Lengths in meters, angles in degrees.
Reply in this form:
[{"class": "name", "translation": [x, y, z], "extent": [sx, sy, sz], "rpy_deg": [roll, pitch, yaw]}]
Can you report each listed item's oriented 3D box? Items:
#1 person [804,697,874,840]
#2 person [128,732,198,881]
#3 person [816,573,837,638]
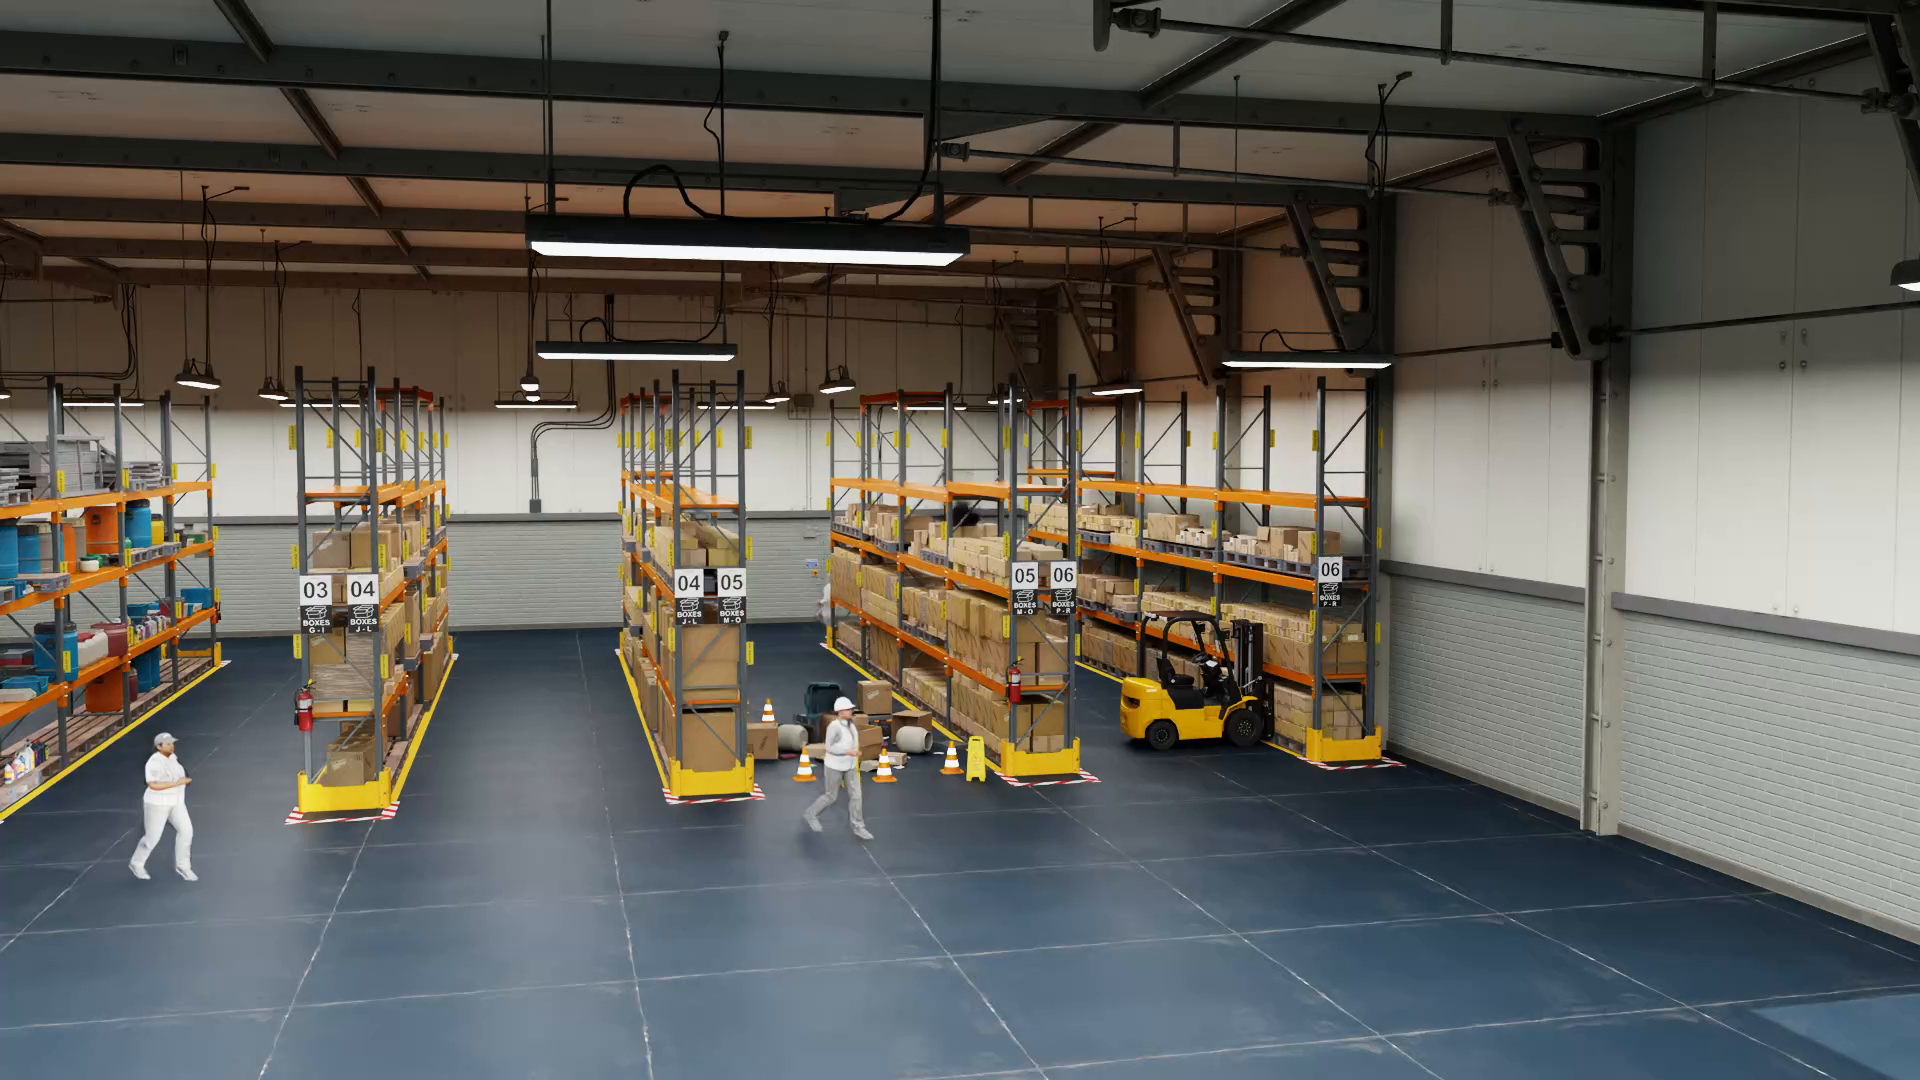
[{"class": "person", "translation": [-1.533, 2.853, 20.933], "extent": [0.966, 1.774, 0.632], "rpy_deg": [2, 4, 34]}, {"class": "person", "translation": [-9.058, 3.047, 18.873], "extent": [0.795, 1.739, 0.595], "rpy_deg": [1, 4, 13]}, {"class": "person", "translation": [-3.308, 1.656, 41.681], "extent": [0.619, 1.703, 0.717], "rpy_deg": [0, 3, -1]}]
